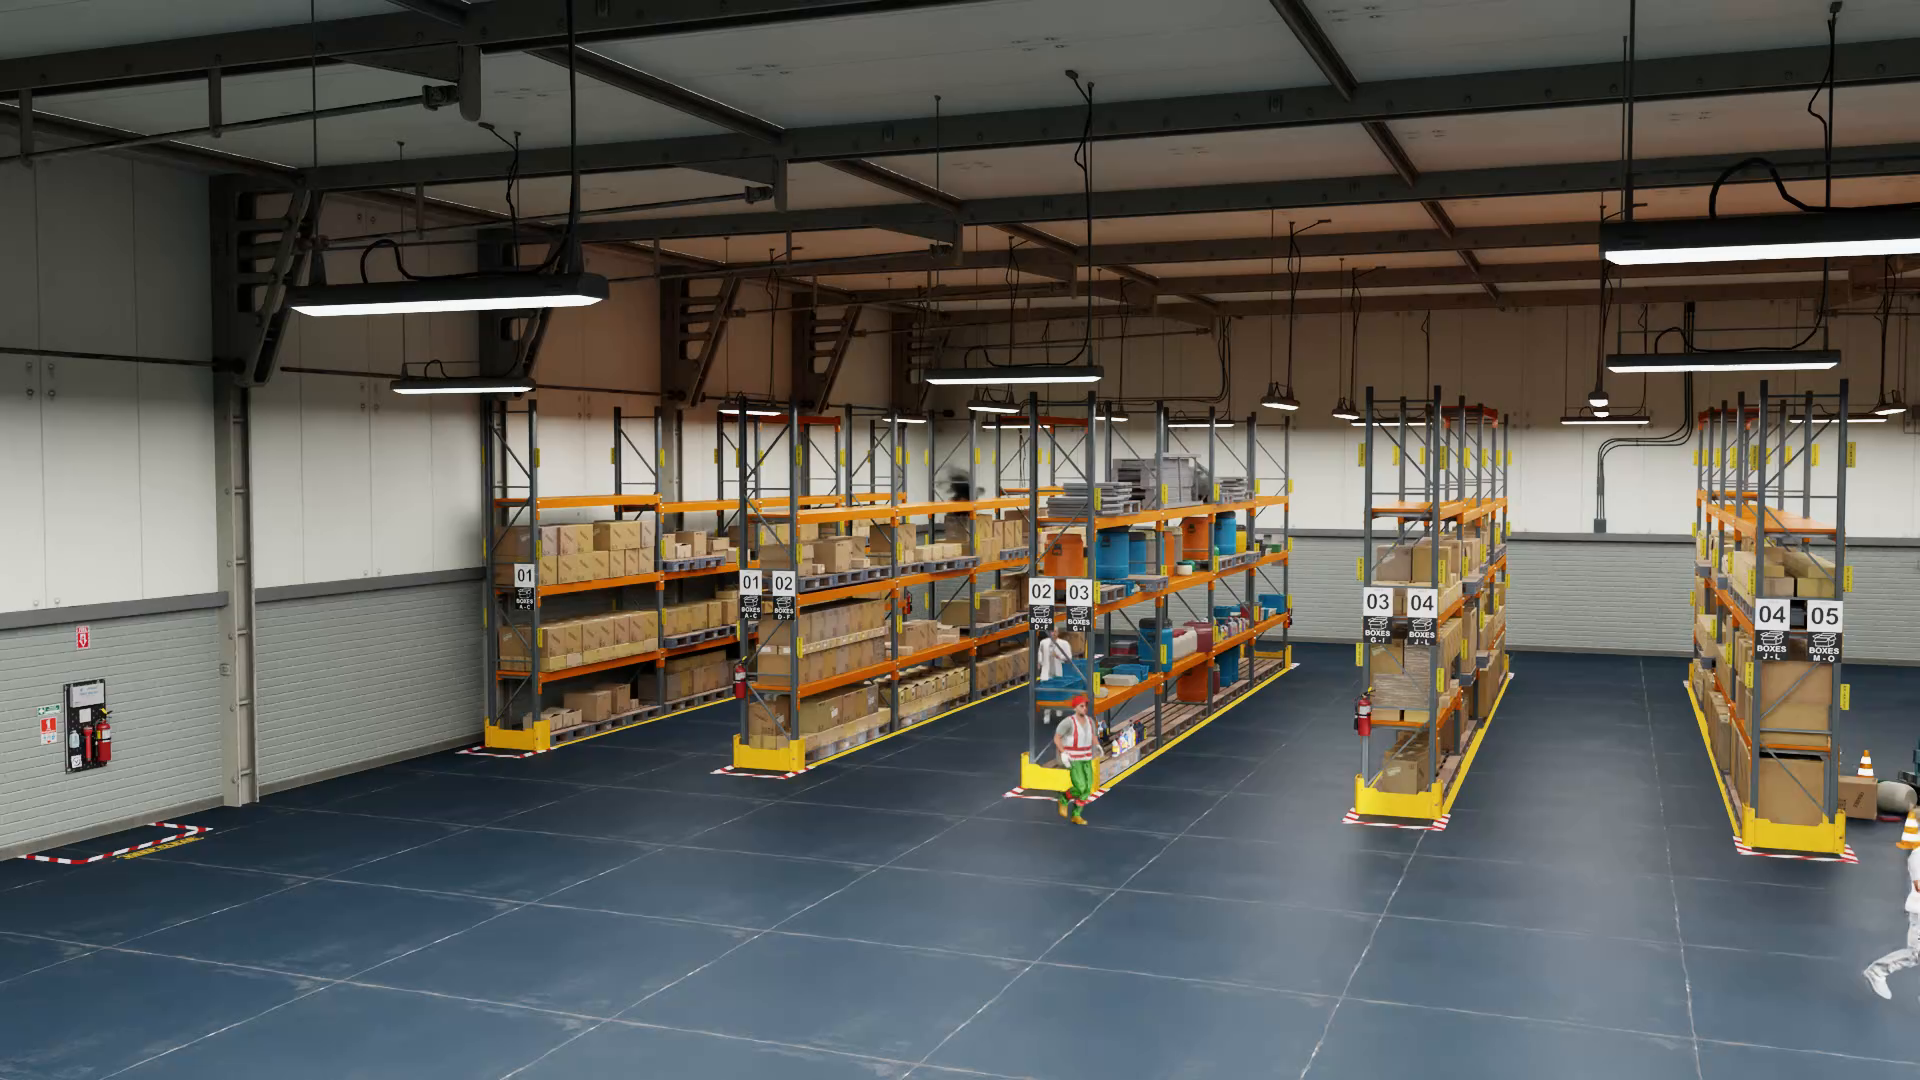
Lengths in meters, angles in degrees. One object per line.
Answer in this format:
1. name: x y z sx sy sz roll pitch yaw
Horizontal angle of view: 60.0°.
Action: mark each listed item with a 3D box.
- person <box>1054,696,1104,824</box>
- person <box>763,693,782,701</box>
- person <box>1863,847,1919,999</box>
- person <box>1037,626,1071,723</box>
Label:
1. person: 1.636 3.005 22.769 0.673 1.751 0.589 -2 4 -37
2. person: -3.380 2.702 30.464 0.593 1.619 0.586 1 3 12
3. person: 8.672 3.343 14.923 0.685 1.765 0.984 -2 4 -38
4. person: 1.777 2.623 31.595 0.694 1.584 1.044 1 3 10
